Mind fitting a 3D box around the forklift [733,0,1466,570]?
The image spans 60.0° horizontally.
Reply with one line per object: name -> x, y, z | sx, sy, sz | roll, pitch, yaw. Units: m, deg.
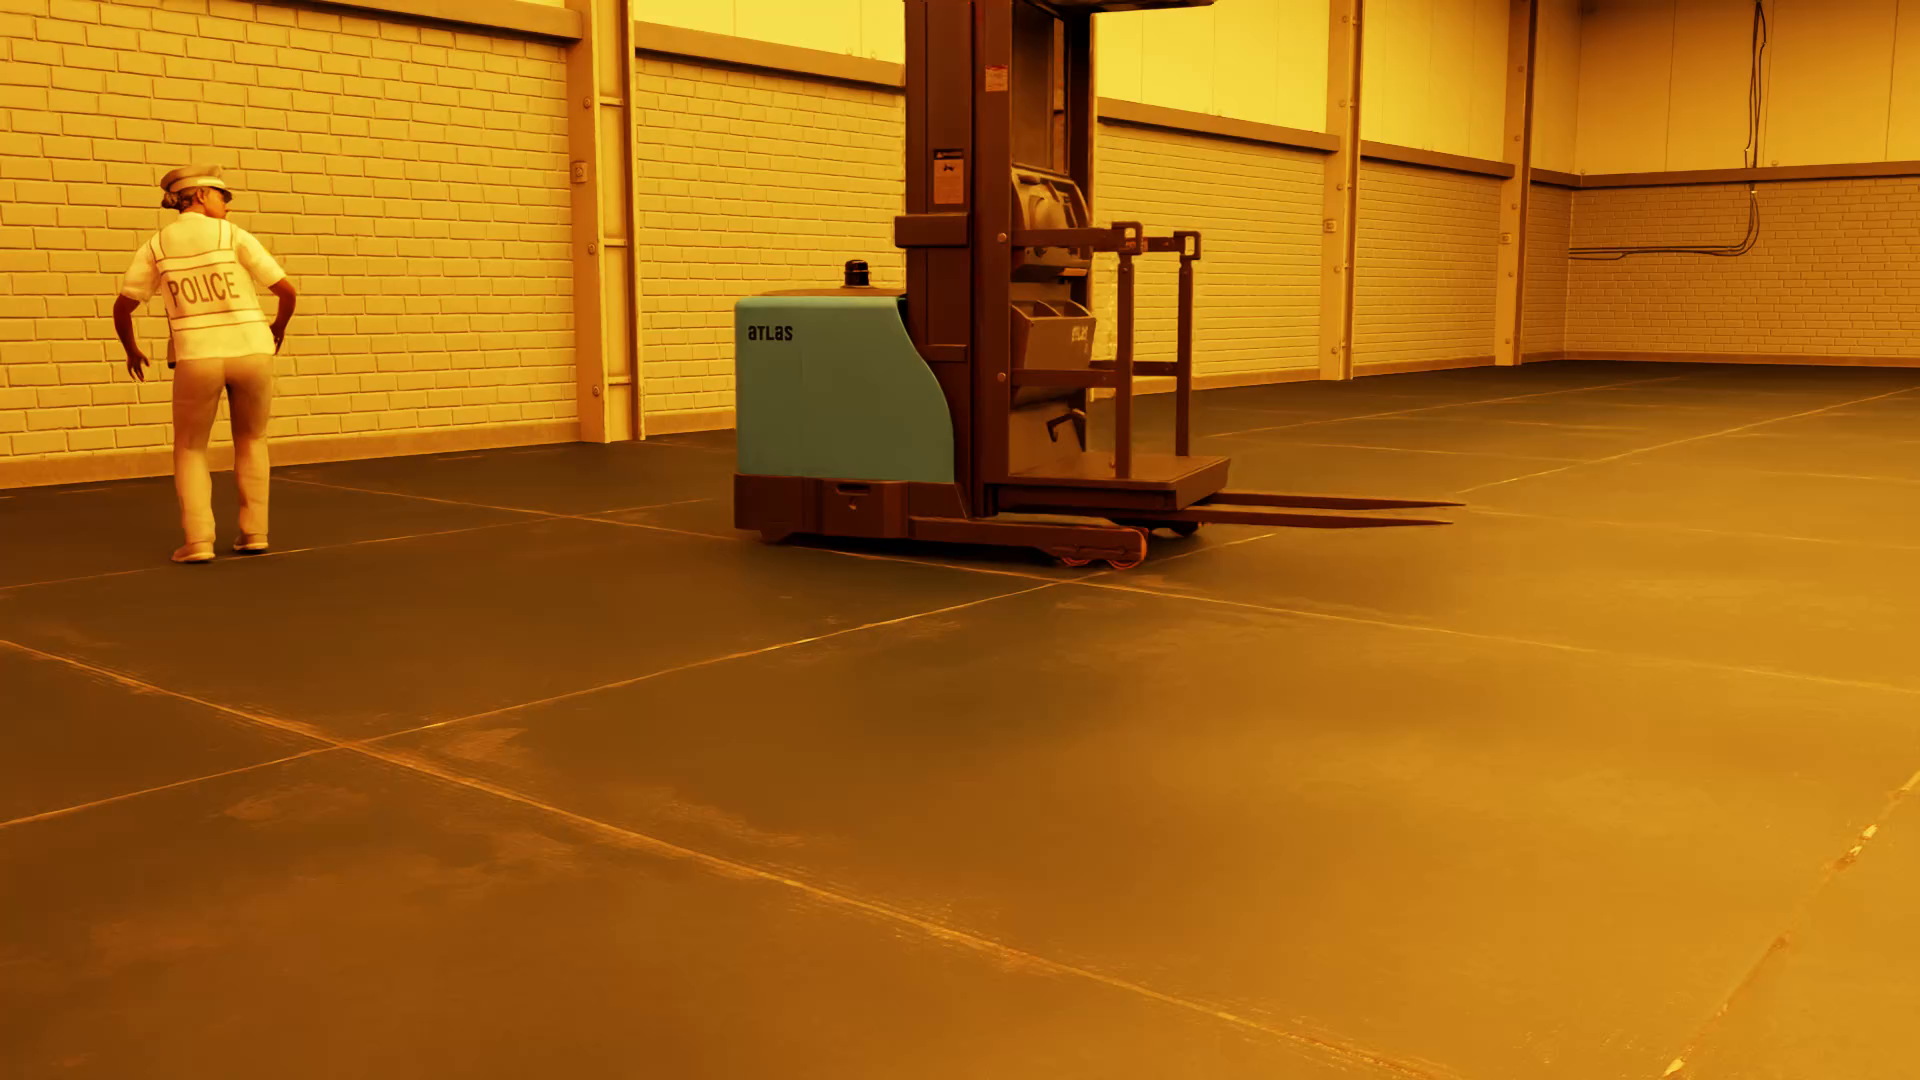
forklift -> 0.578, -1.420, 6.984 | 3.031, 2.935, 1.130 | 3, 9, 21

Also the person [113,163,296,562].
person -> -3.089, -0.720, 6.848 | 0.685, 1.625, 0.519 | -4, 9, -23
